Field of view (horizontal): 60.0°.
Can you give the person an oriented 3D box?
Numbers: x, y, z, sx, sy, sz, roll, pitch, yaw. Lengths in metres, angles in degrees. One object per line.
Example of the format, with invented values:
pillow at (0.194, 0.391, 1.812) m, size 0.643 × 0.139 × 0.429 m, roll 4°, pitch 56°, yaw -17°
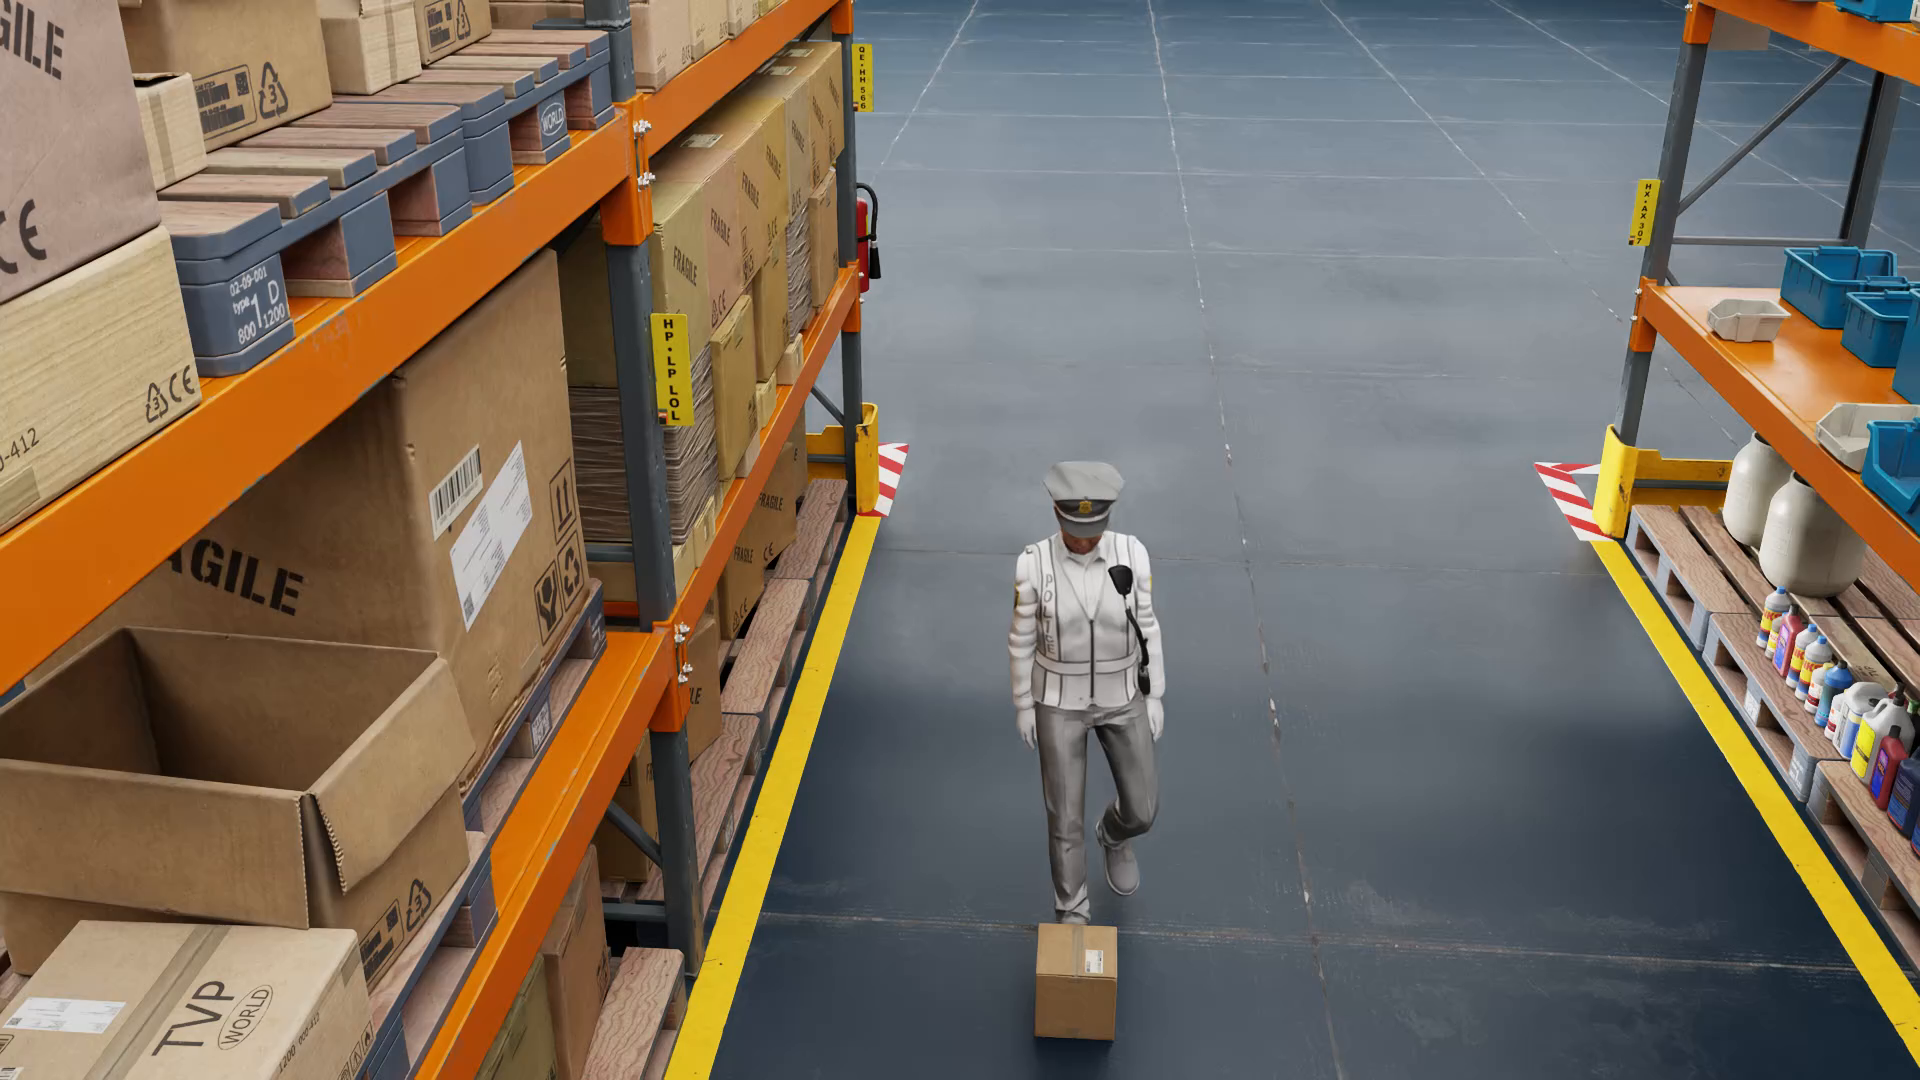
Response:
person at (0.416, 0.555, 5.347) m, size 0.514 × 1.652 × 0.620 m, roll -1°, pitch 25°, yaw -3°
